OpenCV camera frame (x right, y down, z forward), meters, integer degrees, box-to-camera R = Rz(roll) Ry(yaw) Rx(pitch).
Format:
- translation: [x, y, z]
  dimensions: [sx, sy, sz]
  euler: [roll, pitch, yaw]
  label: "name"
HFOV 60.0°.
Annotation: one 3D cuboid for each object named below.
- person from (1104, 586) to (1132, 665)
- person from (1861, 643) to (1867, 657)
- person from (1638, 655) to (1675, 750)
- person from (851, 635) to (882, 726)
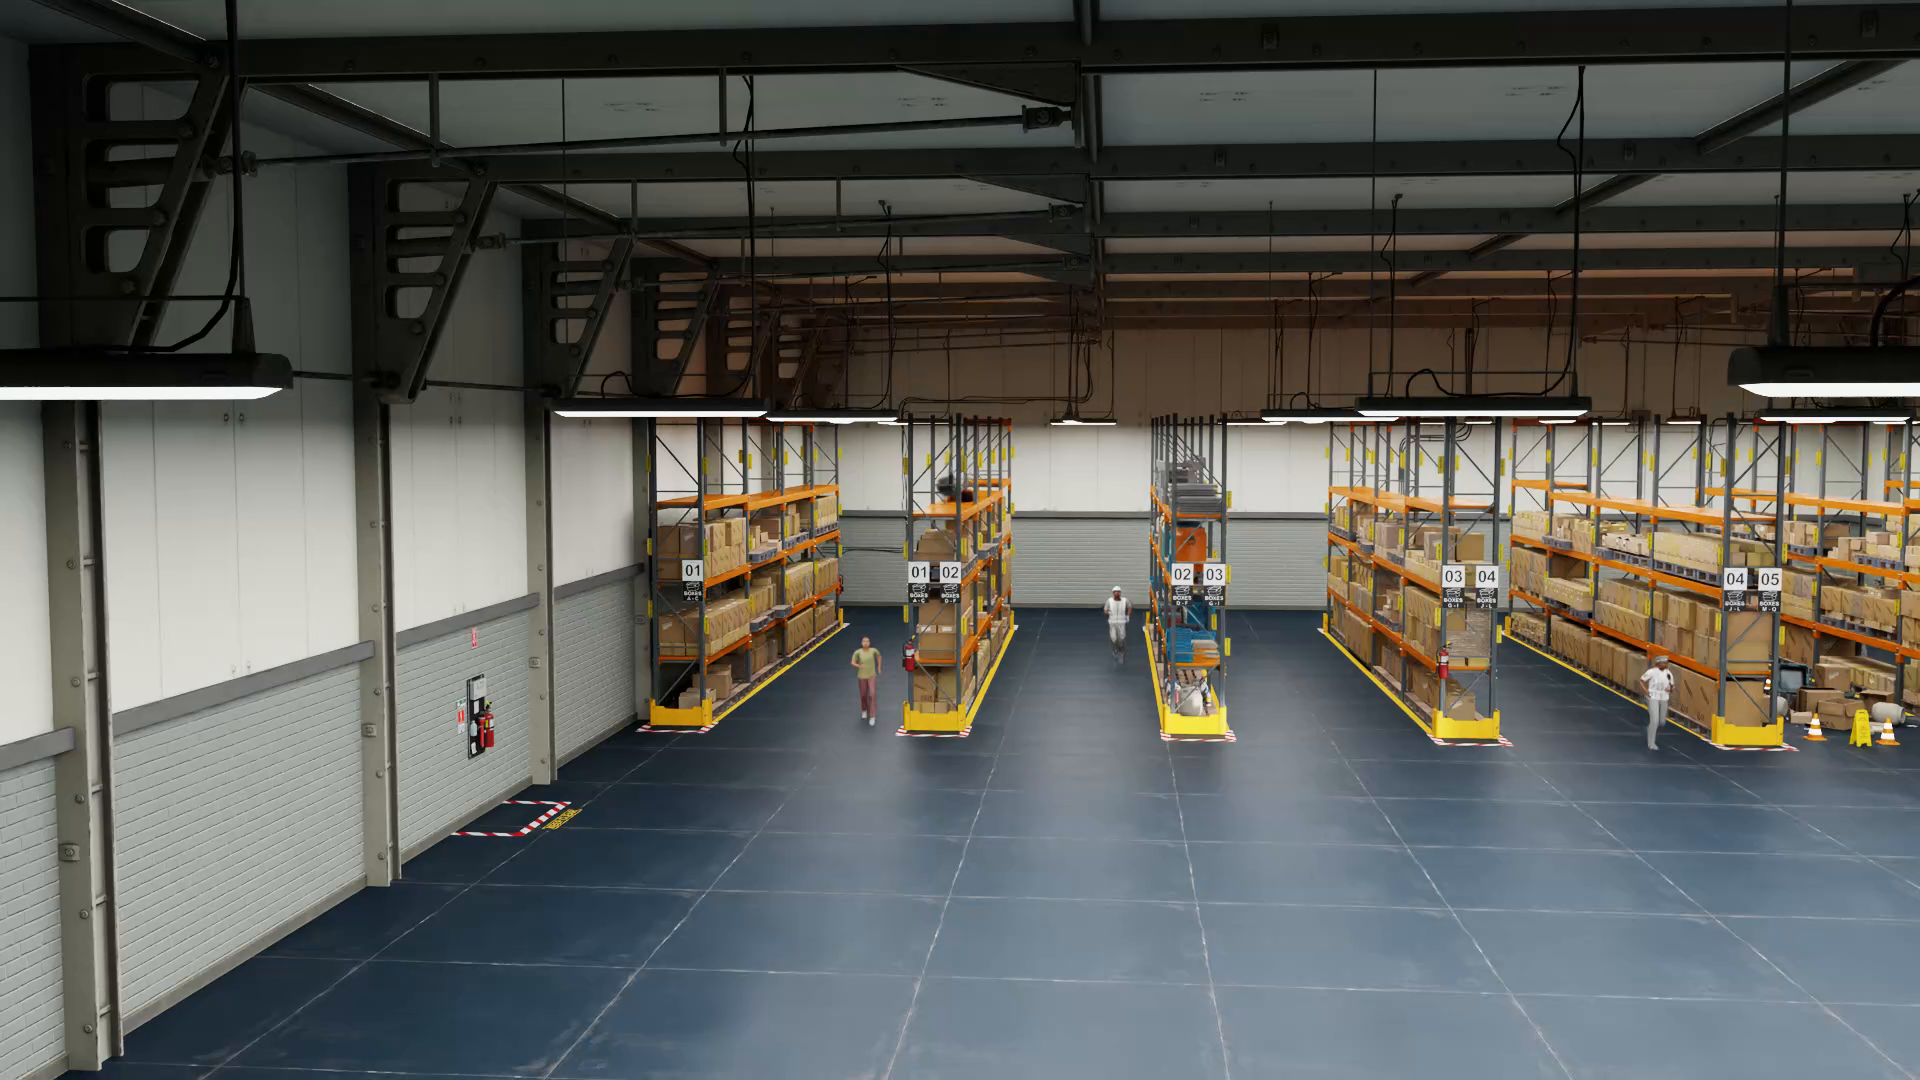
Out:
- translation: [3.715, 2.016, 39.181]
  dimensions: [0.662, 1.844, 0.643]
  euler: [0, 4, 5]
  label: "person"
- translation: [21.855, 2.166, 40.434]
  dimensions: [0.595, 1.660, 0.584]
  euler: [0, 4, 0]
  label: "person"
- translation: [12.613, 2.898, 30.029]
  dimensions: [0.605, 1.674, 0.851]
  euler: [0, 4, -6]
  label: "person"
- translation: [-1.821, 2.741, 32.316]
  dimensions: [0.594, 1.597, 0.885]
  euler: [0, 4, -3]
  label: "person"
